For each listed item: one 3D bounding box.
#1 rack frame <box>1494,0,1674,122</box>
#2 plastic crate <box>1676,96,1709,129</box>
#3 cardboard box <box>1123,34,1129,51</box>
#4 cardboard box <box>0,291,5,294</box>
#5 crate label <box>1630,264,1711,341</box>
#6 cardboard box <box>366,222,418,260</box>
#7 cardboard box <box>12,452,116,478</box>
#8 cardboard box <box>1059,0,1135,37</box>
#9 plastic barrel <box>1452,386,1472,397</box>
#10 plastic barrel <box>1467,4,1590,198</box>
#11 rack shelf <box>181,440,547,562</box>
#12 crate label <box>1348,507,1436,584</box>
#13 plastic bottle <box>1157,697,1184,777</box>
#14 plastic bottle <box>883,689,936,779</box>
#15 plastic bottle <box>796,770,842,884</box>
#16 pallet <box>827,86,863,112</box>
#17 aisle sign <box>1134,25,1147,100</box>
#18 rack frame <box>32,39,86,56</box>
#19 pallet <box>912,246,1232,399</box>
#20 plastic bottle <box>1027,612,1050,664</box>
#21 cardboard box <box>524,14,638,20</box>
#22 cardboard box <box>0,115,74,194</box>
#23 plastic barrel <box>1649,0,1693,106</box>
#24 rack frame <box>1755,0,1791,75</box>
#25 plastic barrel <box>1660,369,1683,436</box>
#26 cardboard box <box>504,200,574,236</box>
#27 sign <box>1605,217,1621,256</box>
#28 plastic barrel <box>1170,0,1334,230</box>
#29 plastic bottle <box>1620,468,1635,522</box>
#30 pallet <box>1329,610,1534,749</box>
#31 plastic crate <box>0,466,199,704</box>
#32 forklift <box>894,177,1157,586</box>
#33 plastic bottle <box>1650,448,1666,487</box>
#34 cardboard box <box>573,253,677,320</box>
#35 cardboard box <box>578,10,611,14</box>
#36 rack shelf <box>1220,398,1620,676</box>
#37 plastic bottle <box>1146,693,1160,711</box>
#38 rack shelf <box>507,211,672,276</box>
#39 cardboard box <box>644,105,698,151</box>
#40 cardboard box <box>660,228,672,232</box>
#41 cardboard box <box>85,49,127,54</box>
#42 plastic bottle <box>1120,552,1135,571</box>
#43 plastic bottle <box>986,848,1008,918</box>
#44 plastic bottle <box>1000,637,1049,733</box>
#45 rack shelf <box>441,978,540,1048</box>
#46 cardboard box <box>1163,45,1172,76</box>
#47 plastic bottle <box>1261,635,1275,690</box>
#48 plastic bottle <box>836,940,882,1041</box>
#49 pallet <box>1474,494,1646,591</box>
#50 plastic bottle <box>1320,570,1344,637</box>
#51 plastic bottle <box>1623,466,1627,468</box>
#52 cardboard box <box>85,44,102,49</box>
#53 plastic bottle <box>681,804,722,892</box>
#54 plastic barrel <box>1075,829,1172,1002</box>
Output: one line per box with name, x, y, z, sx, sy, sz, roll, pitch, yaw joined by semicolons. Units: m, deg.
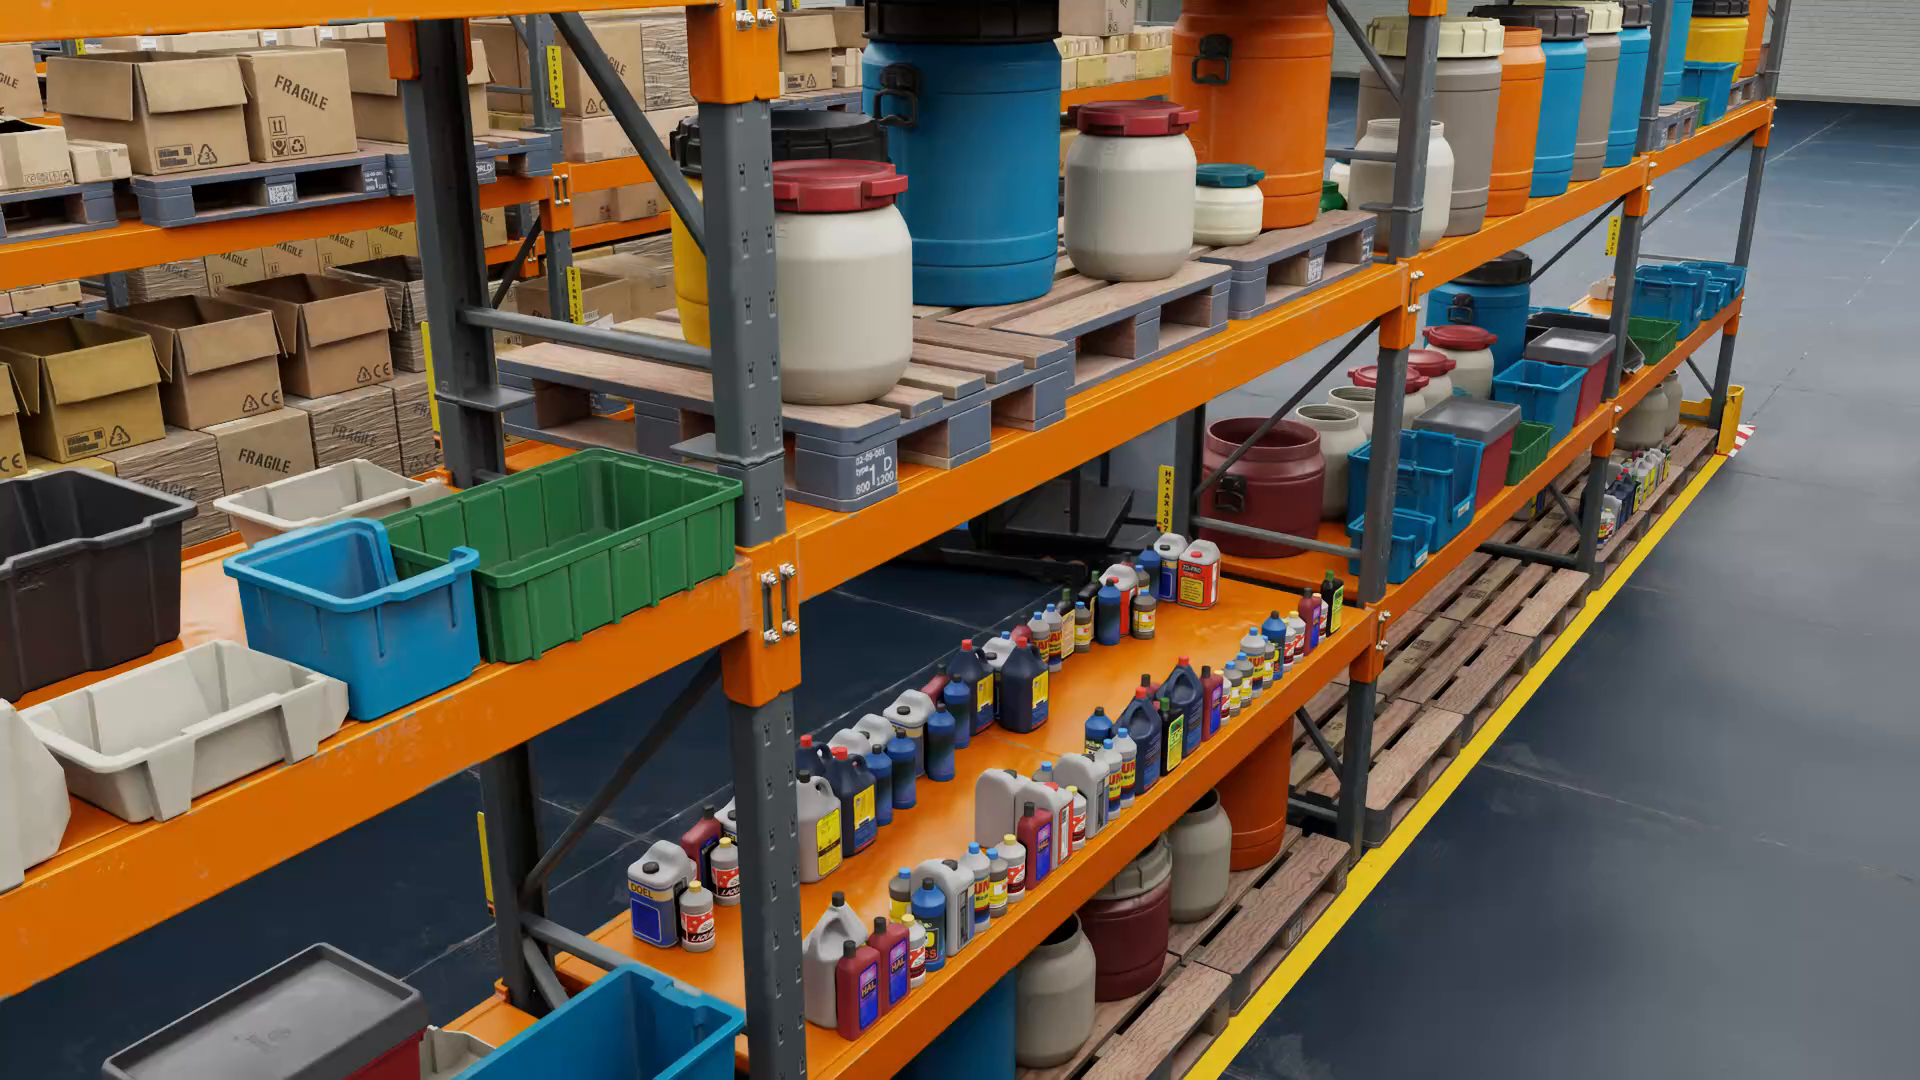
rack frame;3.669;-3.964;9.511;1.000;3.000;0.127;13;24;32
plastic crate;4.781;-2.858;11.148;0.336;0.188;0.450;13;24;32
cardboard box;1.254;-4.372;14.579;0.380;0.149;0.250;14;24;32
cardboard box;-6.916;-1.800;11.636;0.380;0.149;0.250;14;24;33
crate label;5.107;-1.734;12.078;0.502;0.435;0.616;13;24;32
cardboard box;-5.113;-2.668;14.509;0.500;0.500;0.500;14;24;32
cardboard box;-4.177;-0.096;7.556;0.500;0.500;0.500;13;24;32
cardboard box;1.160;-4.598;14.254;0.500;0.500;0.500;13;24;32
plastic barrel;2.798;-0.736;9.630;0.301;0.262;0.301;0;20;0
plastic barrel;2.828;-2.229;8.421;0.600;0.901;0.708;13;24;32
rack shelf;-3.800;-0.057;8.634;1.077;0.370;4.000;13;24;32
crate label;1.968;0.028;7.607;0.303;0.233;0.416;13;24;32
plastic bottle;0.725;0.670;5.797;0.061;0.283;0.133;13;24;32
plastic bottle;-0.179;0.672;5.803;0.152;0.276;0.135;13;24;32
plastic bottle;-0.463;0.869;5.164;0.144;0.351;0.185;13;24;32
pallet;-0.862;-3.279;12.252;1.213;0.211;1.003;13;24;32
aisle sign;1.608;-4.560;16.021;0.394;0.787;0.004;13;24;32
rack frame;-6.721;-4.779;11.713;1.000;3.000;0.127;13;24;32
pallet;0.167;-0.743;5.399;1.003;0.211;1.213;13;24;32
plastic bottle;0.303;0.412;6.514;0.097;0.271;0.097;0;20;0
cardboard box;-2.335;-2.992;10.341;0.500;0.500;0.500;13;24;32
cardboard box;-4.233;-1.680;7.183;0.500;0.311;0.500;12;24;30
plastic barrel;4.317;-3.254;10.587;0.600;0.901;0.708;13;24;32
rack frame;5.918;-5.112;12.613;1.000;3.000;0.127;13;24;32
plastic barrel;5.611;-1.125;13.462;0.421;0.512;0.421;0;20;0
cardboard box;-4.275;-3.291;16.123;0.875;0.550;0.550;13;24;32
sign;5.465;-2.537;13.900;0.100;0.325;0.005;13;24;32
plastic barrel;1.099;-1.646;6.342;0.600;0.830;0.708;13;24;32
plastic bottle;4.572;-0.319;11.489;0.144;0.351;0.185;12;24;30
pallet;2.575;0.742;9.455;1.003;0.211;1.213;13;24;32
plastic crate;-1.753;0.102;3.029;0.497;0.269;0.590;13;24;32
forklift;0.630;-1.278;10.996;3.031;2.935;1.130;6;21;15
plastic bottle;5.084;-0.548;12.214;0.152;0.276;0.135;13;24;32
cardboard box;-2.174;-1.555;10.896;0.700;0.500;0.500;18;27;40
cardboard box;-3.683;-5.063;15.844;0.500;0.250;0.500;13;24;31
rack shelf;2.545;-0.239;9.125;1.077;0.370;4.000;13;24;32
plastic bottle;0.674;0.659;5.829;0.061;0.283;0.133;13;24;32
rack shelf;-3.348;-3.349;17.532;1.077;0.370;4.000;13;24;32
cardboard box;-1.912;-2.538;10.194;0.500;0.250;0.500;14;24;33
cardboard box;-3.043;-3.001;18.010;0.875;0.875;0.875;13;24;31
cardboard box;-6.401;-3.563;12.361;0.380;0.149;0.250;12;24;30
plastic bottle;0.688;0.198;7.073;0.061;0.283;0.133;13;24;32
plastic bottle;0.096;1.019;4.974;0.097;0.201;0.097;0;20;0
plastic bottle;0.239;0.515;6.119;0.144;0.351;0.185;13;24;32
rack shelf;-1.952;2.056;2.920;1.077;0.370;4.000;13;24;32
cardboard box;1.761;-4.413;15.263;0.500;0.250;0.500;14;24;33
plastic bottle;1.172;0.469;6.459;0.097;0.201;0.097;0;20;0
plastic bottle;-0.269;1.178;4.426;0.061;0.283;0.133;13;24;32
pallet;4.081;-0.027;11.534;1.003;0.211;1.213;13;24;32
plastic bottle;1.546;0.251;6.930;0.061;0.283;0.133;13;24;32
plastic bottle;4.791;-0.436;12.018;0.097;0.201;0.097;0;20;0
cardboard box;-6.566;-3.721;12.764;0.380;0.166;0.250;13;24;32
plastic bottle;-0.781;0.948;5.046;0.061;0.283;0.133;13;24;32
plastic barrel;0.525;1.399;6.530;0.600;0.588;0.708;13;24;32
